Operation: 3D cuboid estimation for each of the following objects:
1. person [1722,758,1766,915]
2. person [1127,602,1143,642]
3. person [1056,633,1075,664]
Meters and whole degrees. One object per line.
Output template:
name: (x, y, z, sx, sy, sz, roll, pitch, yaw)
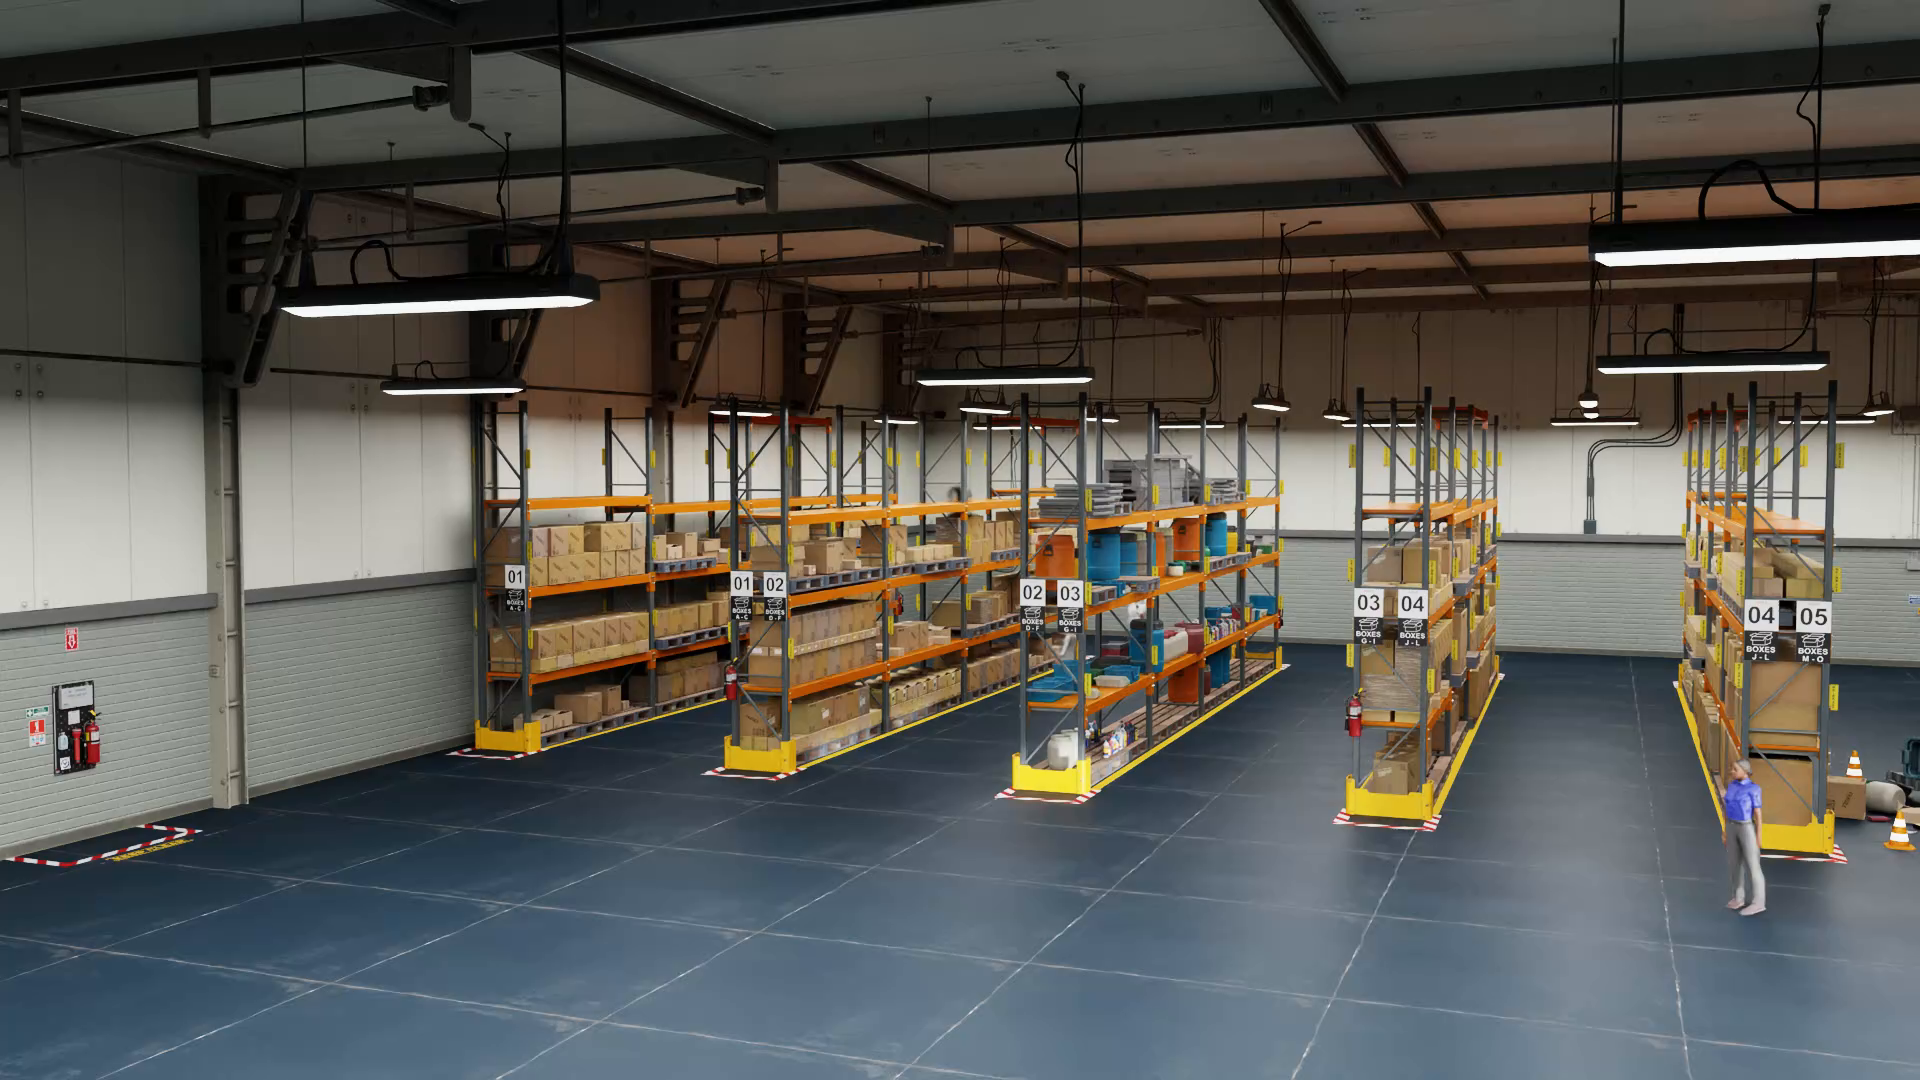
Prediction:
person: (8.686, 3.273, 18.478, 0.387, 1.665, 0.552, -1, 3, -25)
person: (4.417, 2.130, 42.013, 0.458, 1.642, 0.931, 1, 3, 16)
person: (2.184, 2.516, 34.763, 0.414, 1.596, 0.489, 2, 3, 34)
